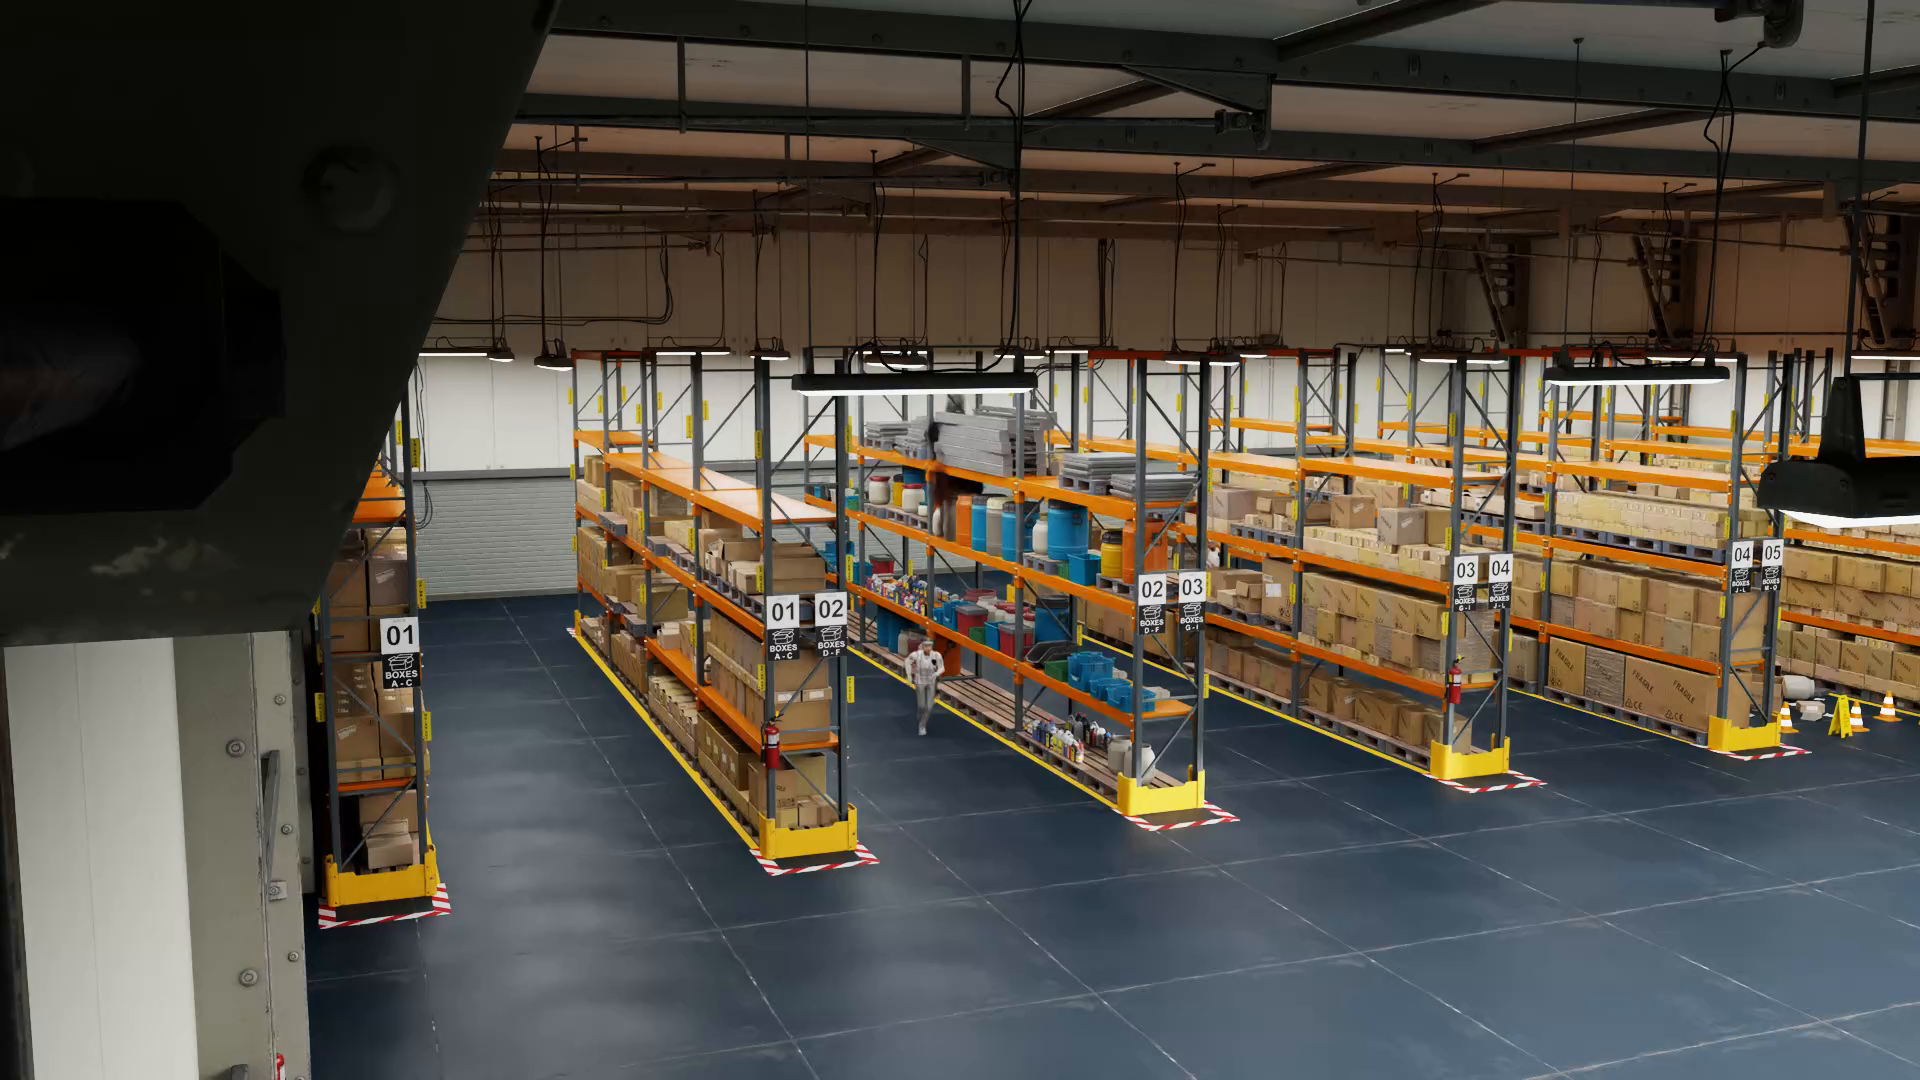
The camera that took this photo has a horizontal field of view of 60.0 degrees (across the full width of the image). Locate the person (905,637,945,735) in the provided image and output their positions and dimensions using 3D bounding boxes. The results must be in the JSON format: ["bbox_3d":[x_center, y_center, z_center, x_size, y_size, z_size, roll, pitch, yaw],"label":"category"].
[{"bbox_3d":[-0.547,2.290,26.244,0.605,1.616,0.671,-1,7,-11],"label":"person"}]

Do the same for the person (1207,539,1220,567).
[{"bbox_3d":[5.650,0.806,37.399,0.672,1.811,0.920,-2,7,-16],"label":"person"}]

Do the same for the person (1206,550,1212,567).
[{"bbox_3d":[5.243,1.020,36.379,0.650,1.653,0.657,-3,8,-24],"label":"person"}]
